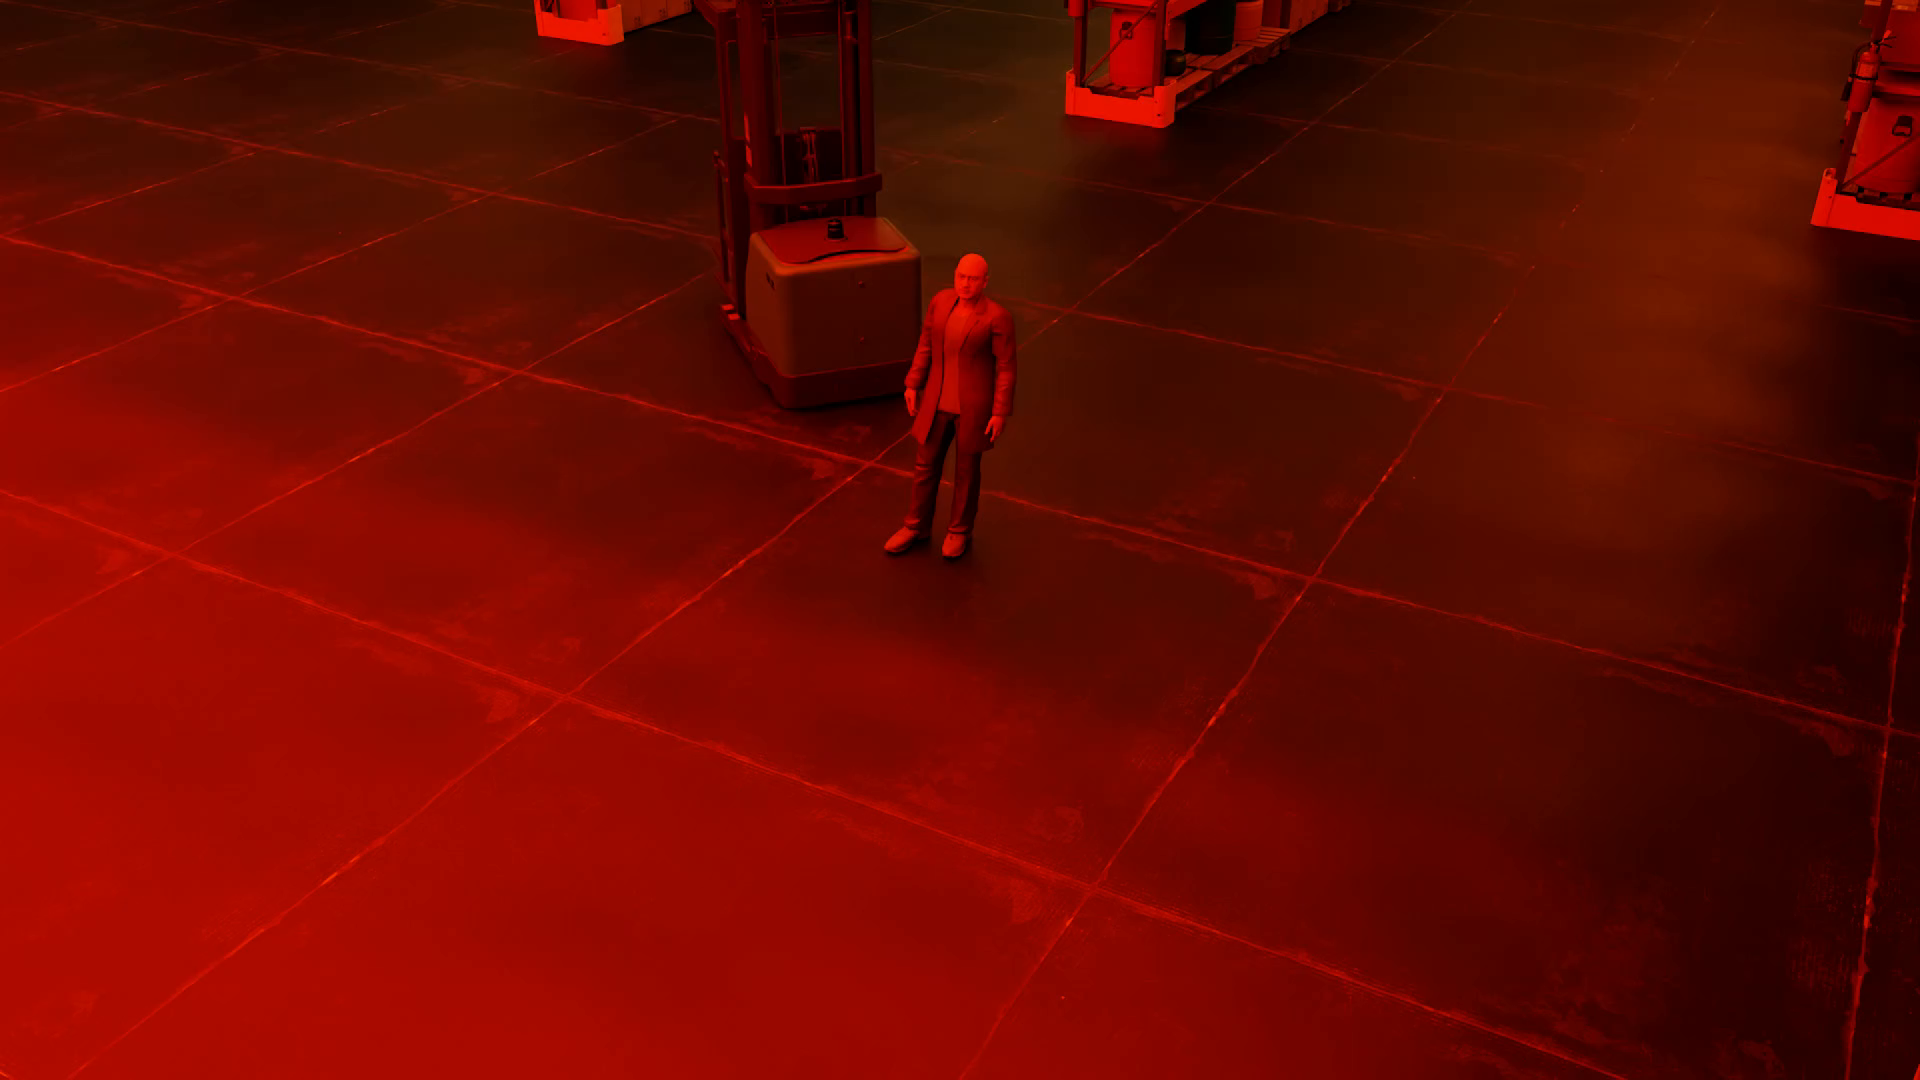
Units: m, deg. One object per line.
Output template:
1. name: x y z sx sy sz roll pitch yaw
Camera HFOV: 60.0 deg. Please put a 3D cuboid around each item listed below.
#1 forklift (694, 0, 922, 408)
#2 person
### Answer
1. forklift: -1.231 -2.895 12.087 1.130 2.935 3.031 -10 32 -17
2. person: -0.048 -0.737 9.487 0.696 1.778 0.579 15 33 25
